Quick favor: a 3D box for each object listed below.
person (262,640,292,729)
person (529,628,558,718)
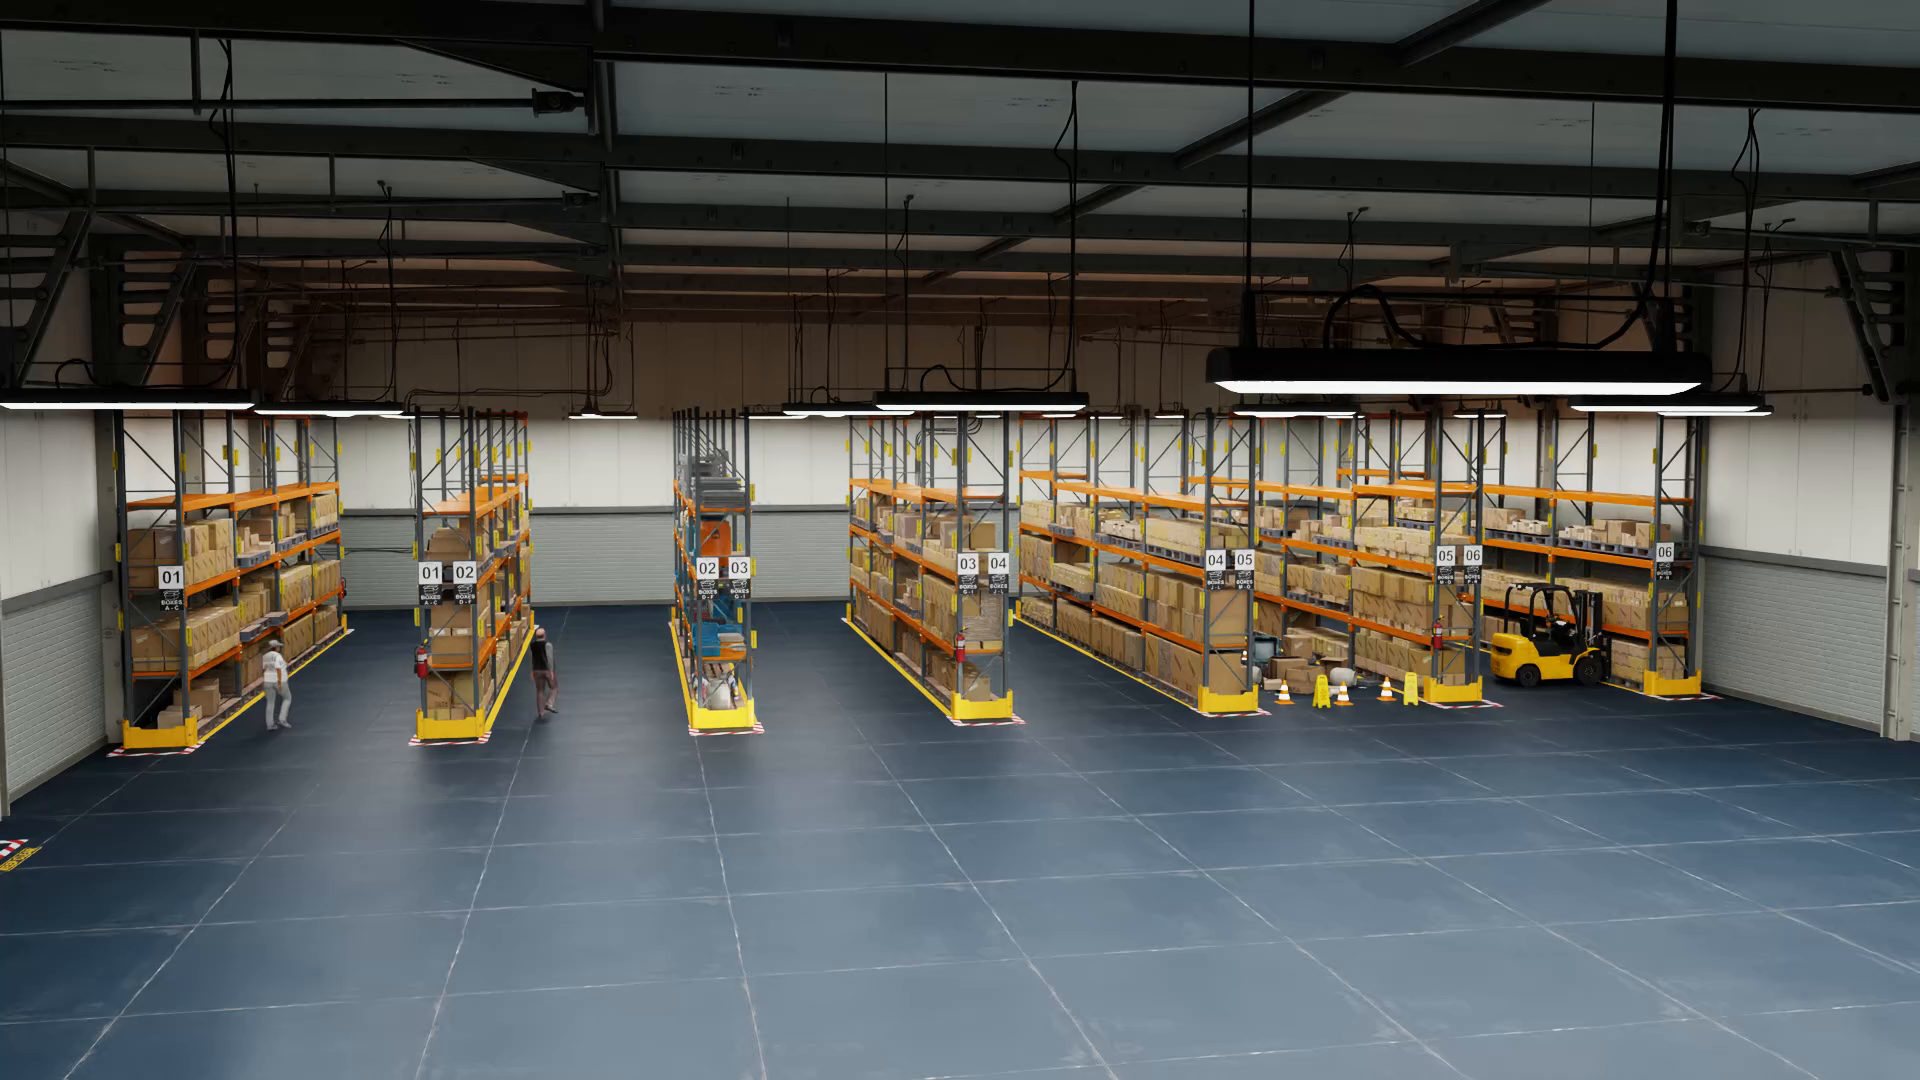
[{"bbox_3d":[-12.759,2.700,30.960,0.512,1.674,0.545,0,4,1],"label":"person"},{"bbox_3d":[-8.076,2.567,32.212,0.569,1.708,0.464,0,4,2],"label":"person"}]
